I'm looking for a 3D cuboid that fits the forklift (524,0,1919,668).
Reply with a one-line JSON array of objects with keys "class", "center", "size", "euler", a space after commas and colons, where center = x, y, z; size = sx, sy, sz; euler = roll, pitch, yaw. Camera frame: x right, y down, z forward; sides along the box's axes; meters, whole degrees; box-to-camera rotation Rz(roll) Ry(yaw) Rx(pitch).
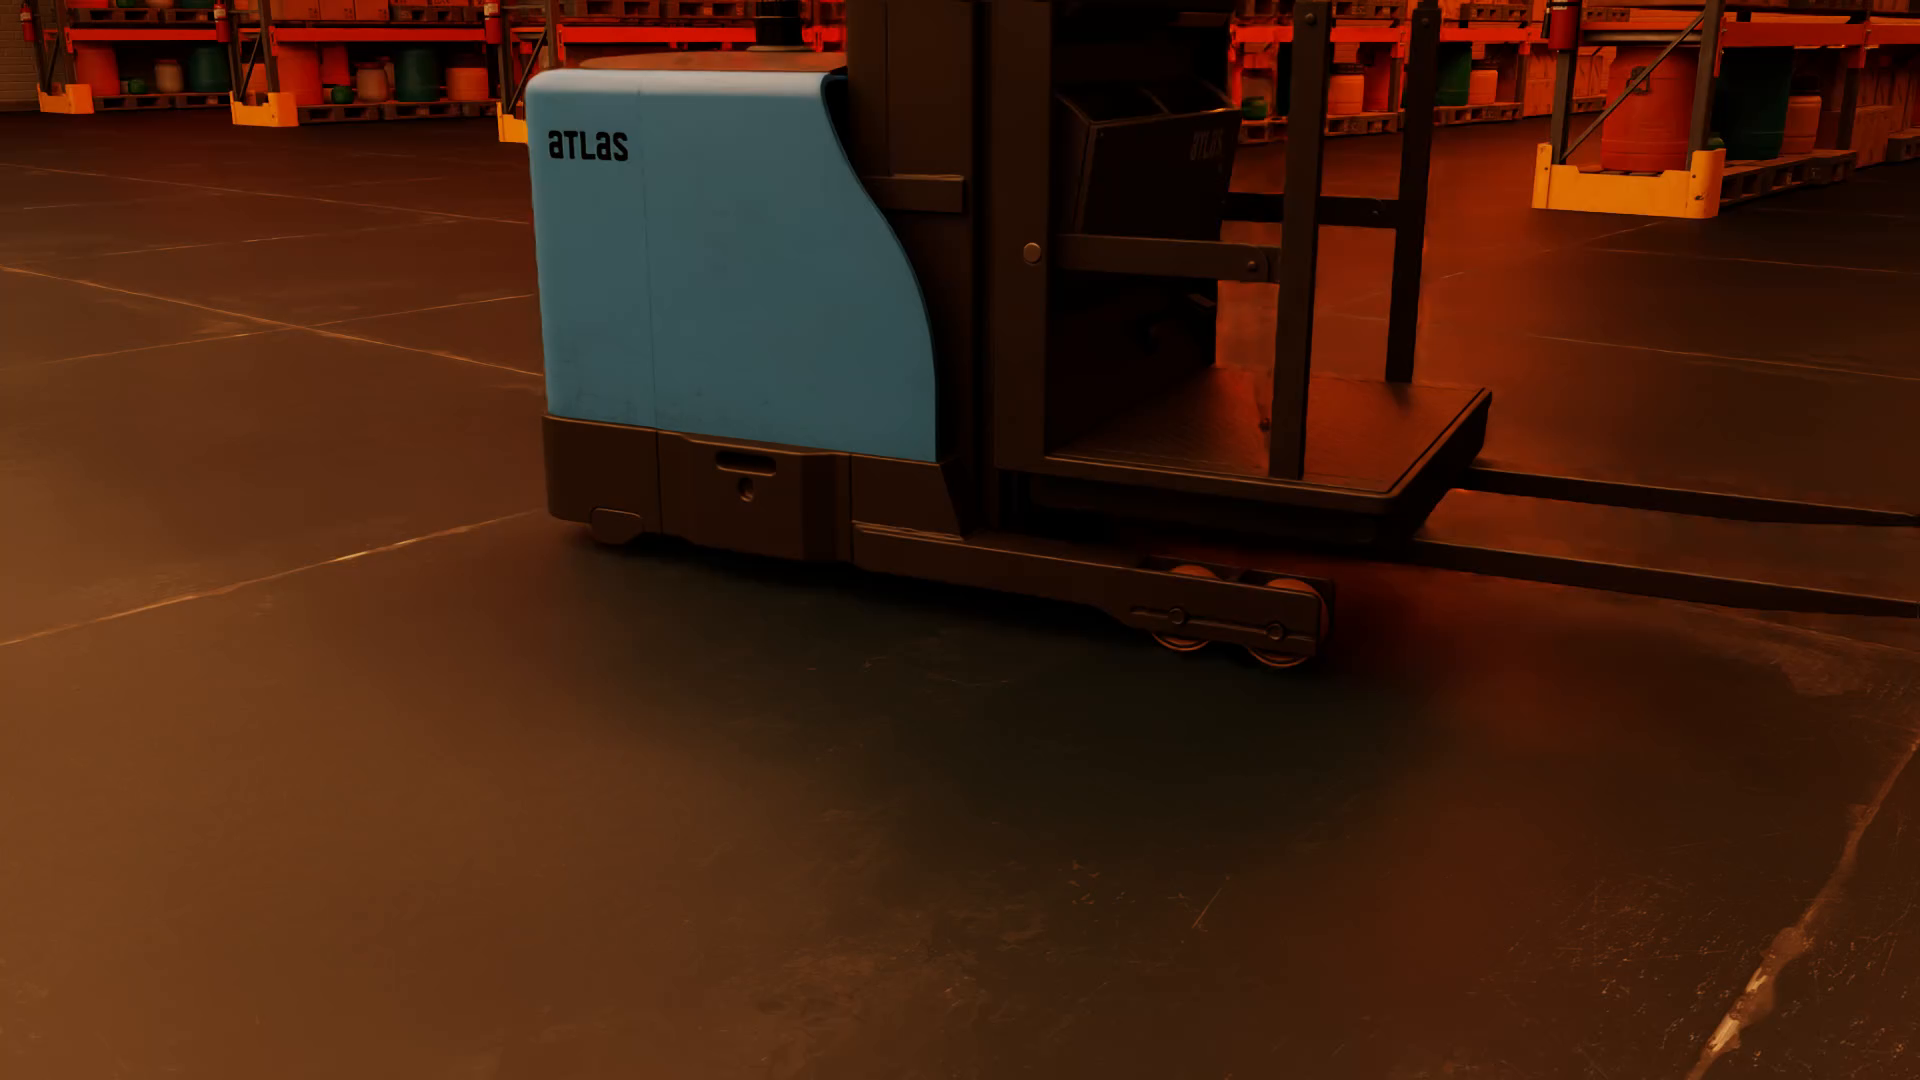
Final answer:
[{"class": "forklift", "center": [0.582, -1.337, 3.300], "size": [3.031, 2.935, 1.130], "euler": [8, 19, 25]}]
